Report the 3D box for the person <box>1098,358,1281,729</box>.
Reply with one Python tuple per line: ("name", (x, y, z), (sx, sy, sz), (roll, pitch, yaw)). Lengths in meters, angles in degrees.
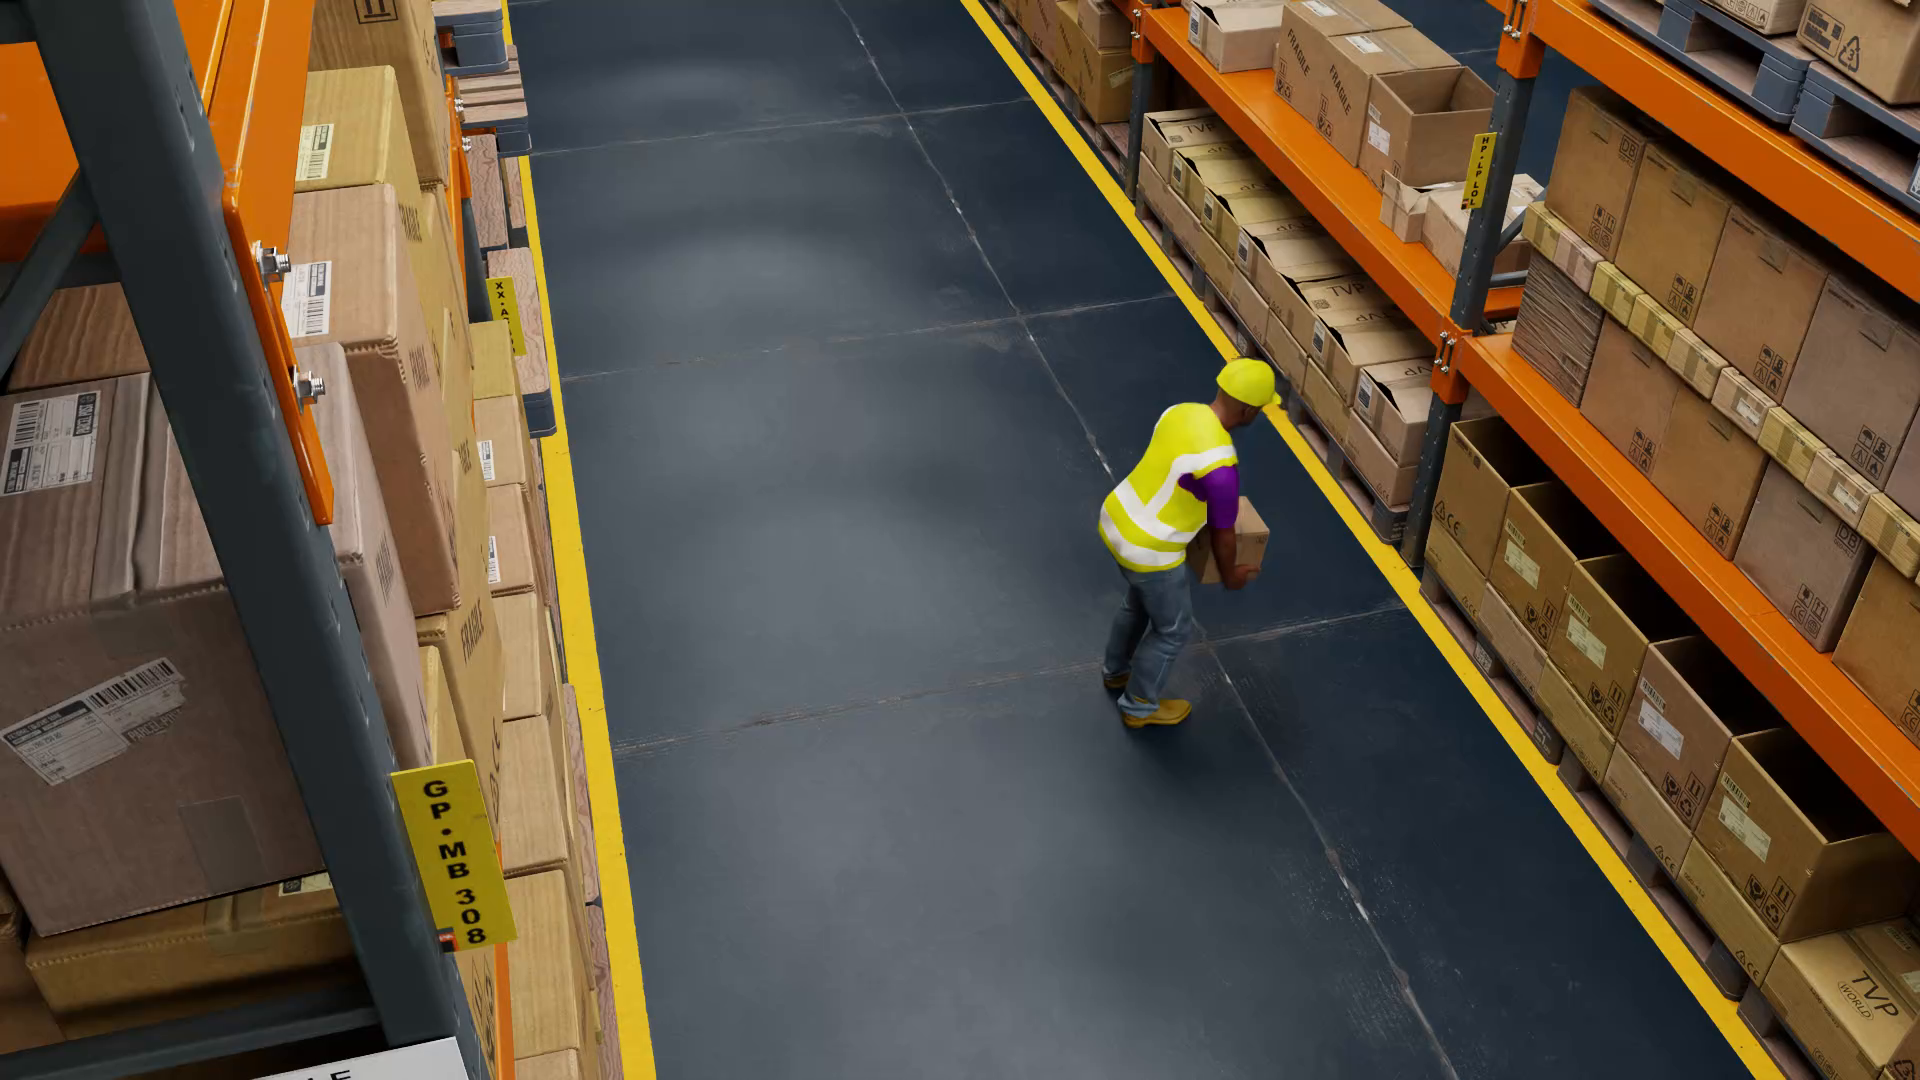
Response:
("person", (0.912, 0.004, 6.777), (0.693, 1.657, 0.483), (-10, 39, -13))
